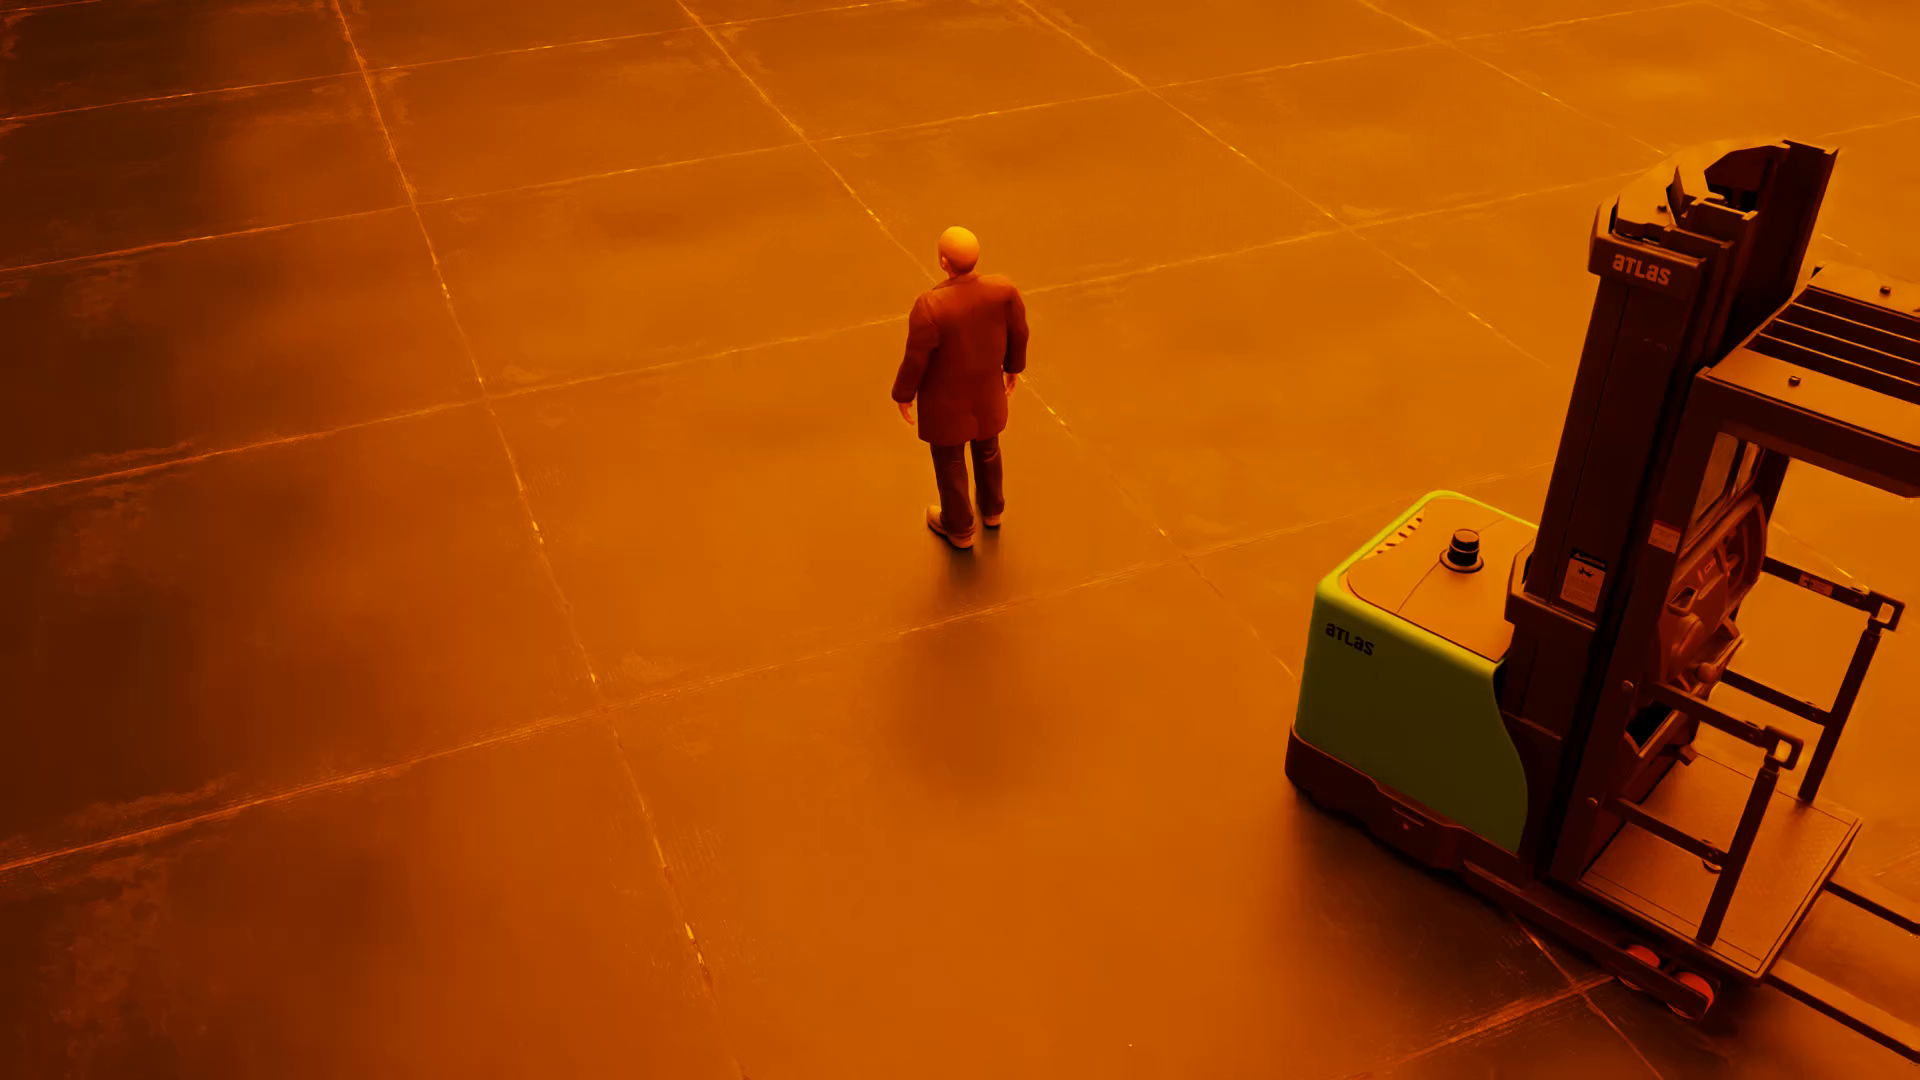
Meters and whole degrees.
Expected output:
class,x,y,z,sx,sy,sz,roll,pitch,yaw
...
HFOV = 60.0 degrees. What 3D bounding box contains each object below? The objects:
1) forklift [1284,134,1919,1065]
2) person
class,x,y,z,sx,sy,sz,roll,pitch,yaw
forklift,2.816,0.224,5.783,3.031,2.935,1.130,28,44,33
person,-0.032,-0.780,8.179,0.696,1.777,0.579,-14,38,-19
